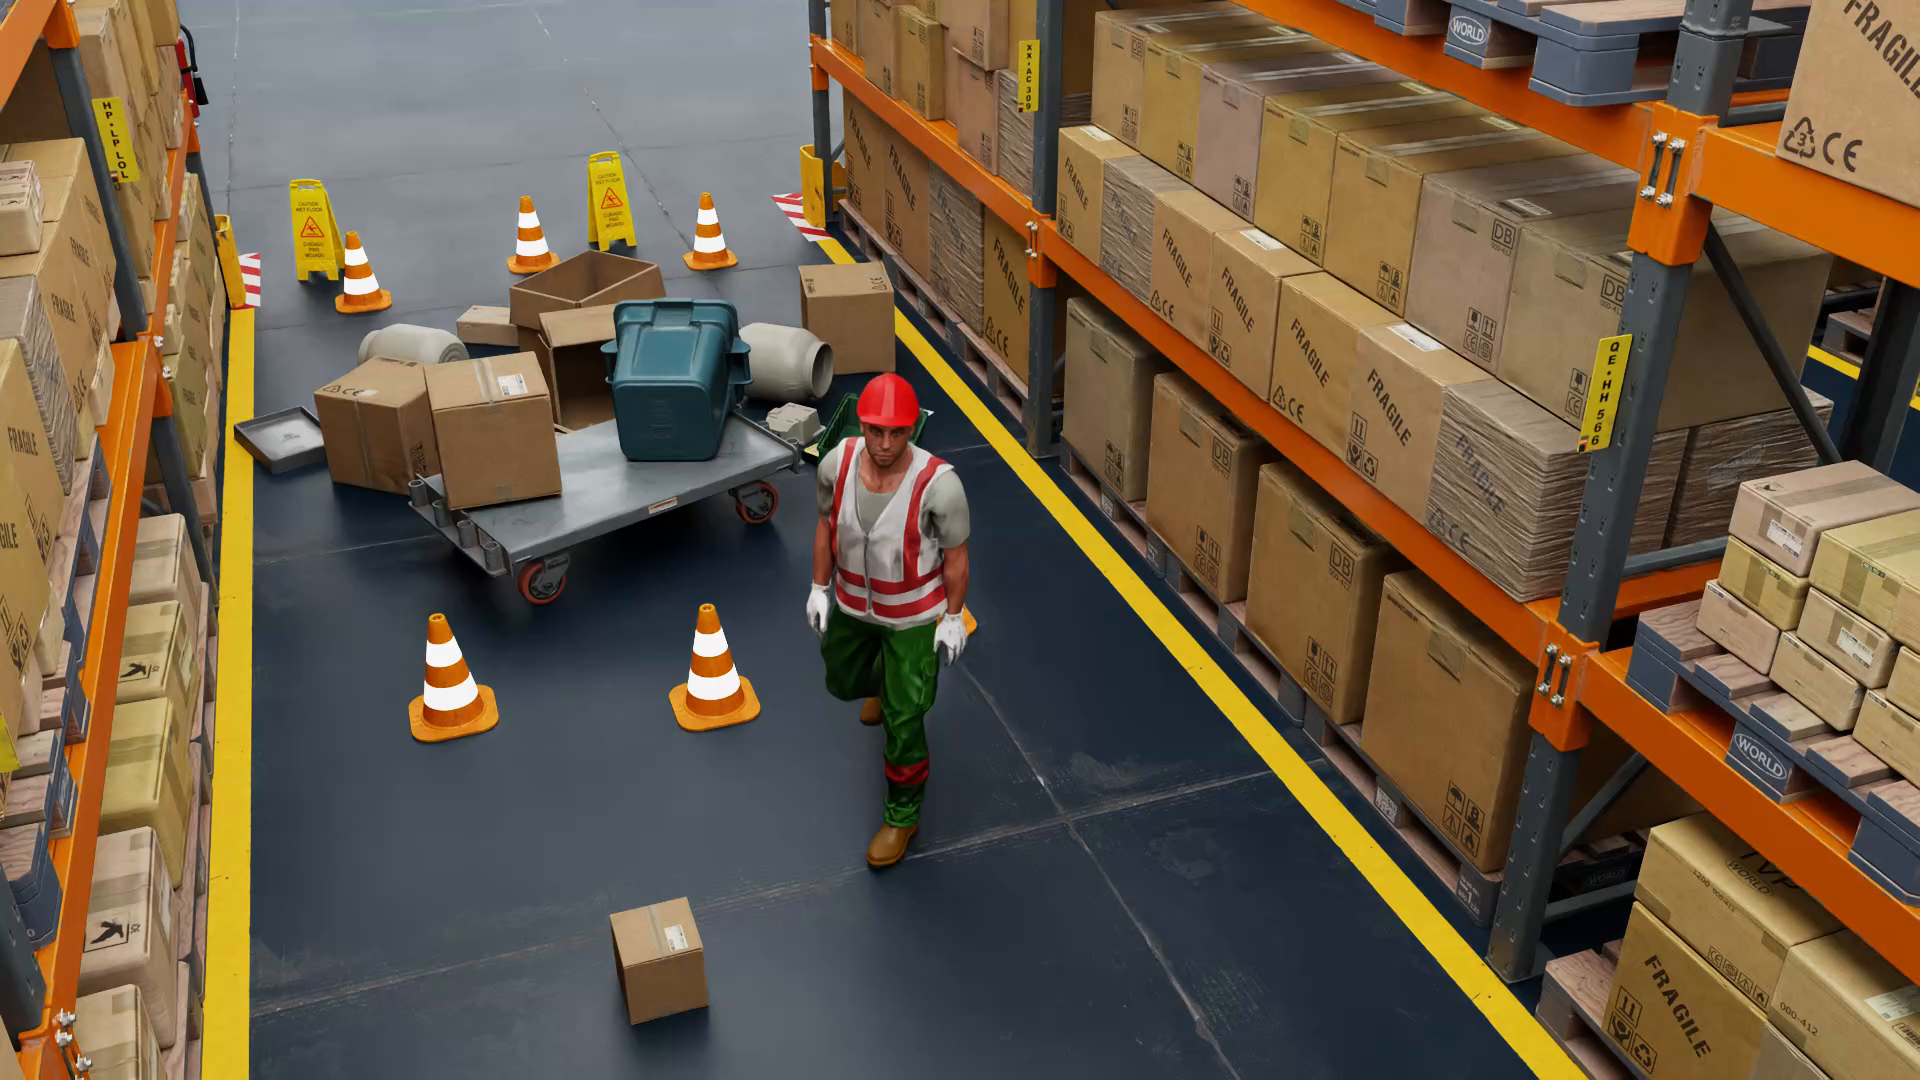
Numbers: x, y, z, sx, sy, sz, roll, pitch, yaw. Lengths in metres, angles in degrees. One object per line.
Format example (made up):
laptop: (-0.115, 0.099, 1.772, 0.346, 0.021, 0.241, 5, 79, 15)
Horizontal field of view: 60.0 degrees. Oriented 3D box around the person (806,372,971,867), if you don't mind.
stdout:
person: (-0.234, 0.188, 5.762, 0.617, 1.776, 0.803, 14, 33, 24)
